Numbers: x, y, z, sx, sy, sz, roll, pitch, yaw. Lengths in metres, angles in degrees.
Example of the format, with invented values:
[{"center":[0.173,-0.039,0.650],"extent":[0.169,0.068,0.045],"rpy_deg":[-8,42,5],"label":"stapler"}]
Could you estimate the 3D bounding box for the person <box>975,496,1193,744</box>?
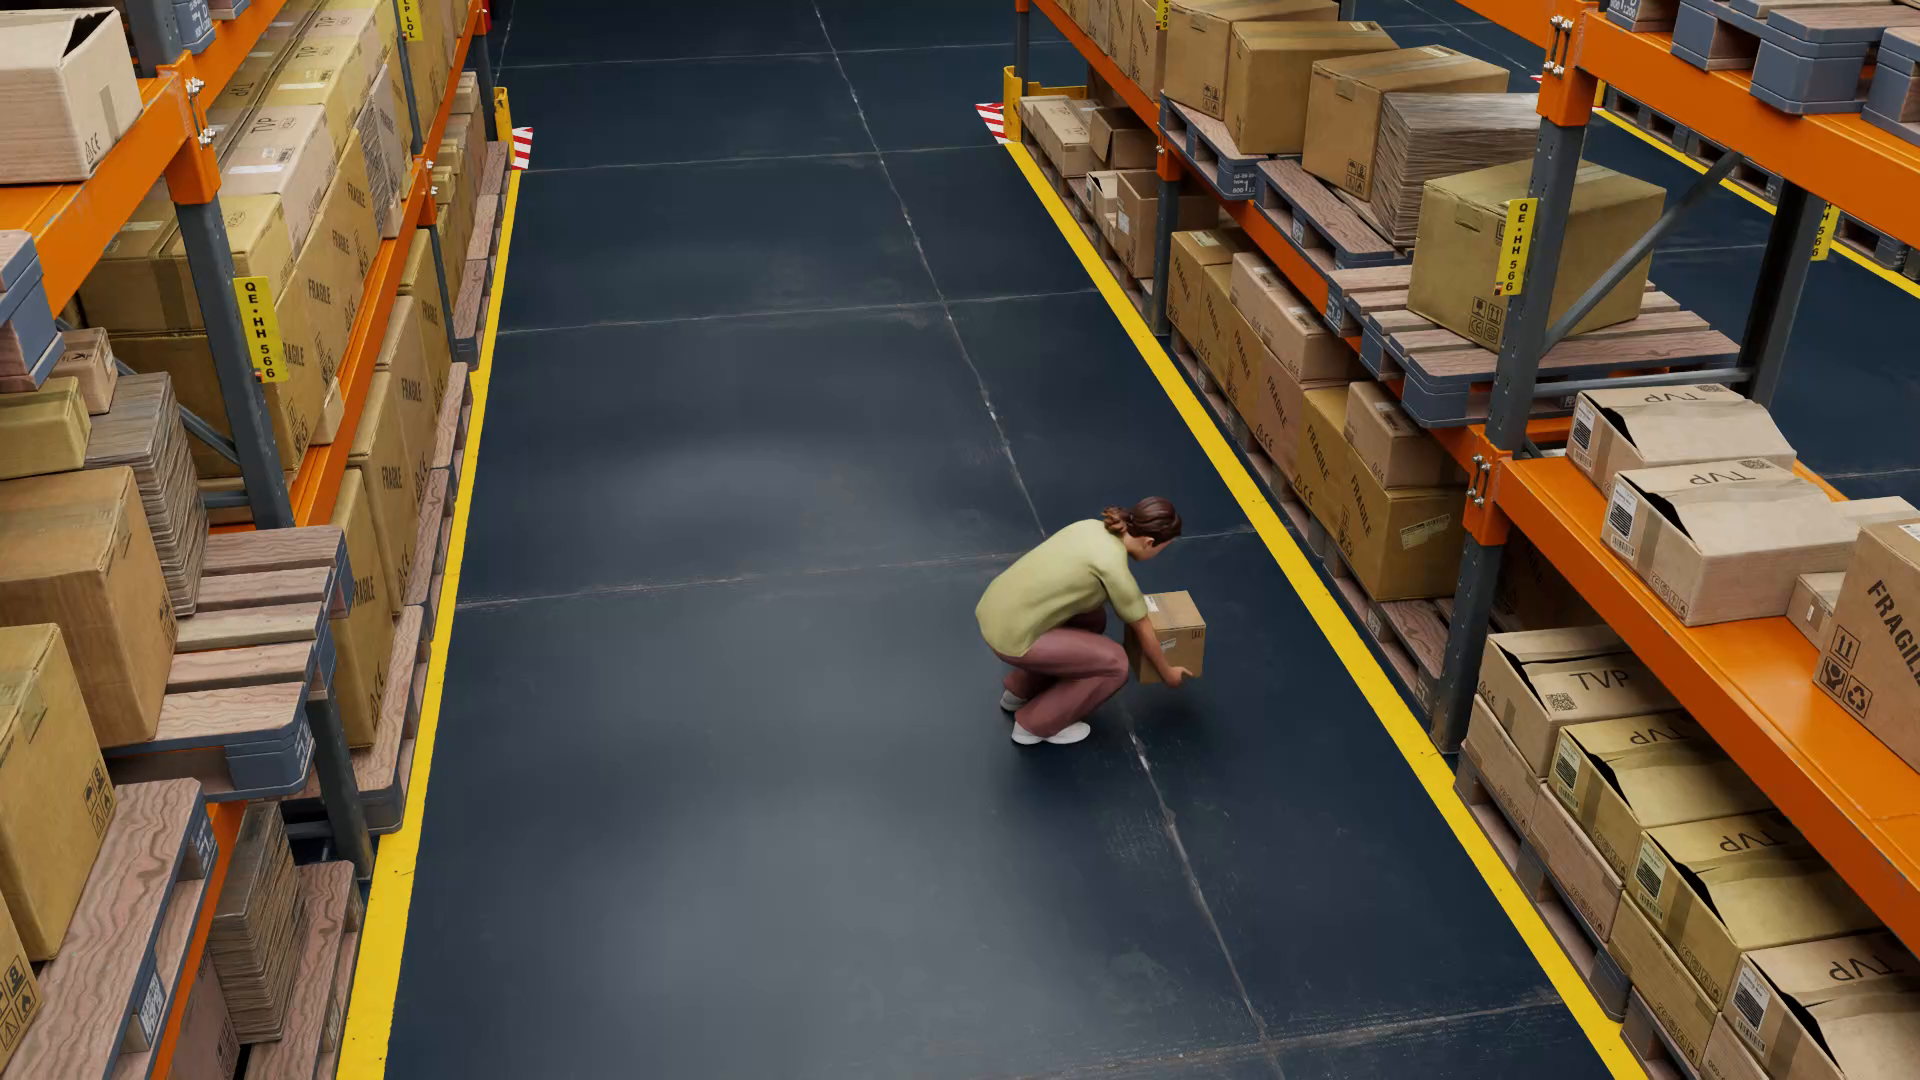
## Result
[{"center":[0.474,0.306,6.375],"extent":[0.833,0.909,0.462],"rpy_deg":[-6,31,-10],"label":"person"}]
